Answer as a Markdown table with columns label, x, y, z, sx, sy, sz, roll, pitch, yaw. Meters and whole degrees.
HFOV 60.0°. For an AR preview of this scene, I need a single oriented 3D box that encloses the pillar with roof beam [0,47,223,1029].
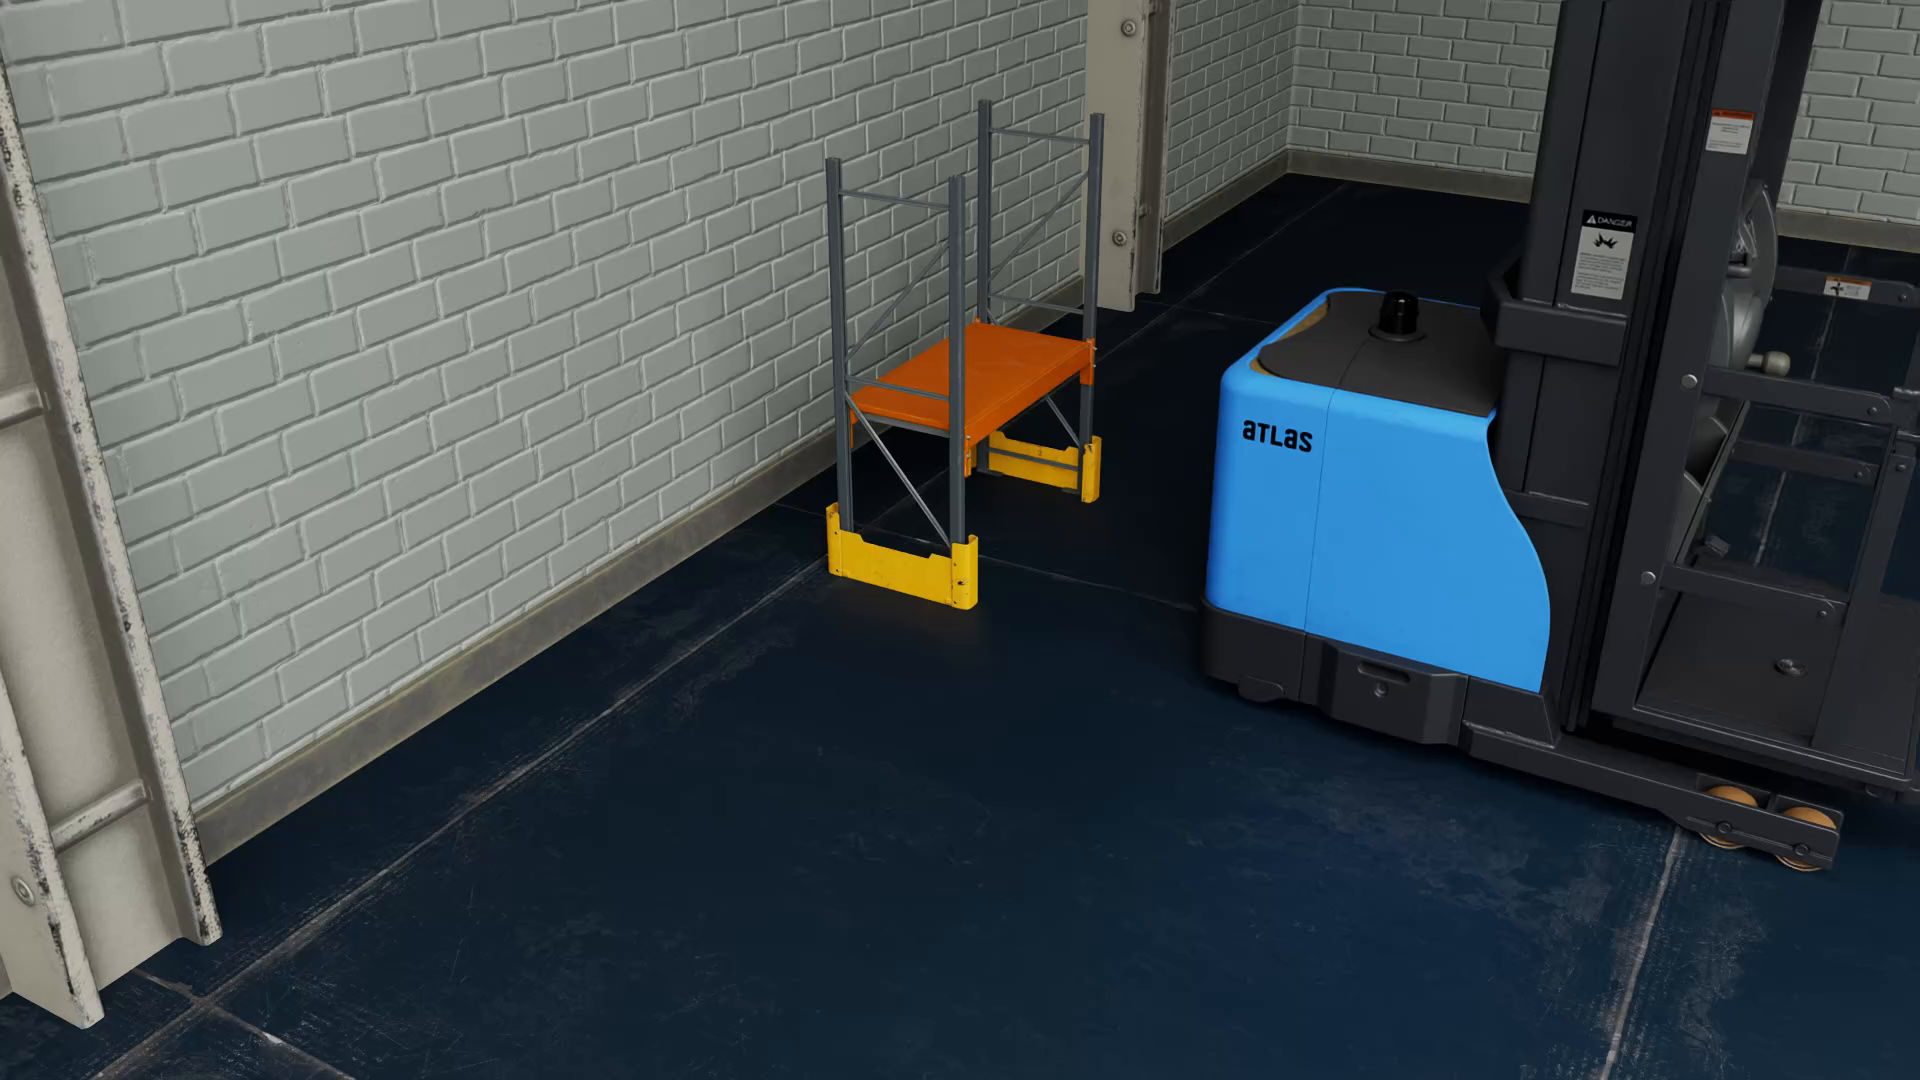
| label | x | y | z | sx | sy | sz | roll | pitch | yaw |
| --- | --- | --- | --- | --- | --- | --- | --- | --- | --- |
| pillar with roof beam | 1.641 | -2.028 | 0.248 | 9.100 | 9.000 | 0.400 | 14 | 30 | 26 |

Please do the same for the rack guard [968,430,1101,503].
| label | x | y | z | sx | sy | sz | roll | pitch | yaw |
| --- | --- | --- | --- | --- | --- | --- | --- | --- | --- |
| rack guard | 0.282 | -0.336 | 6.641 | 0.587 | 0.250 | 0.087 | 14 | 30 | 26 |

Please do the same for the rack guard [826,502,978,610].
| label | x | y | z | sx | sy | sz | roll | pitch | yaw |
| --- | --- | --- | --- | --- | --- | --- | --- | --- | --- |
| rack guard | -0.207 | 0.053 | 5.866 | 0.587 | 0.250 | 0.087 | 14 | 30 | 26 |

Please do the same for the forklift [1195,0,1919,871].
| label | x | y | z | sx | sy | sz | roll | pitch | yaw |
| --- | --- | --- | --- | --- | --- | --- | --- | --- | --- |
| forklift | 2.282 | -0.693 | 4.360 | 3.031 | 2.935 | 1.130 | 15 | 30 | 27 |

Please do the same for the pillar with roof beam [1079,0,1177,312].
| label | x | y | z | sx | sy | sz | roll | pitch | yaw |
| --- | --- | --- | --- | --- | --- | --- | --- | --- | --- |
| pillar with roof beam | 4.592 | -4.366 | 4.920 | 9.100 | 9.000 | 0.400 | 14 | 30 | 26 |

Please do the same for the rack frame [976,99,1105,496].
| label | x | y | z | sx | sy | sz | roll | pitch | yaw |
| --- | --- | --- | --- | --- | --- | --- | --- | --- | --- |
| rack frame | 0.292 | -0.902 | 6.376 | 0.500 | 1.500 | 0.032 | 14 | 30 | 26 |

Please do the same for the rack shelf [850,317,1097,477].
| label | x | y | z | sx | sy | sz | roll | pitch | yaw |
| --- | --- | --- | --- | --- | --- | --- | --- | --- | --- |
| rack shelf | 0.042 | -0.543 | 6.061 | 0.538 | 0.185 | 1.000 | 14 | 30 | 26 |

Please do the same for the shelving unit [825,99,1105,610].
| label | x | y | z | sx | sy | sz | roll | pitch | yaw |
| --- | --- | --- | --- | --- | --- | --- | --- | --- | --- |
| shelving unit | 0.038 | -0.700 | 5.974 | 0.587 | 1.500 | 1.083 | 14 | 30 | 26 |

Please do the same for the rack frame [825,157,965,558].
| label | x | y | z | sx | sy | sz | roll | pitch | yaw |
| --- | --- | --- | --- | --- | --- | --- | --- | --- | --- |
| rack frame | -0.208 | -0.506 | 5.585 | 0.500 | 1.500 | 0.032 | 14 | 30 | 26 |
